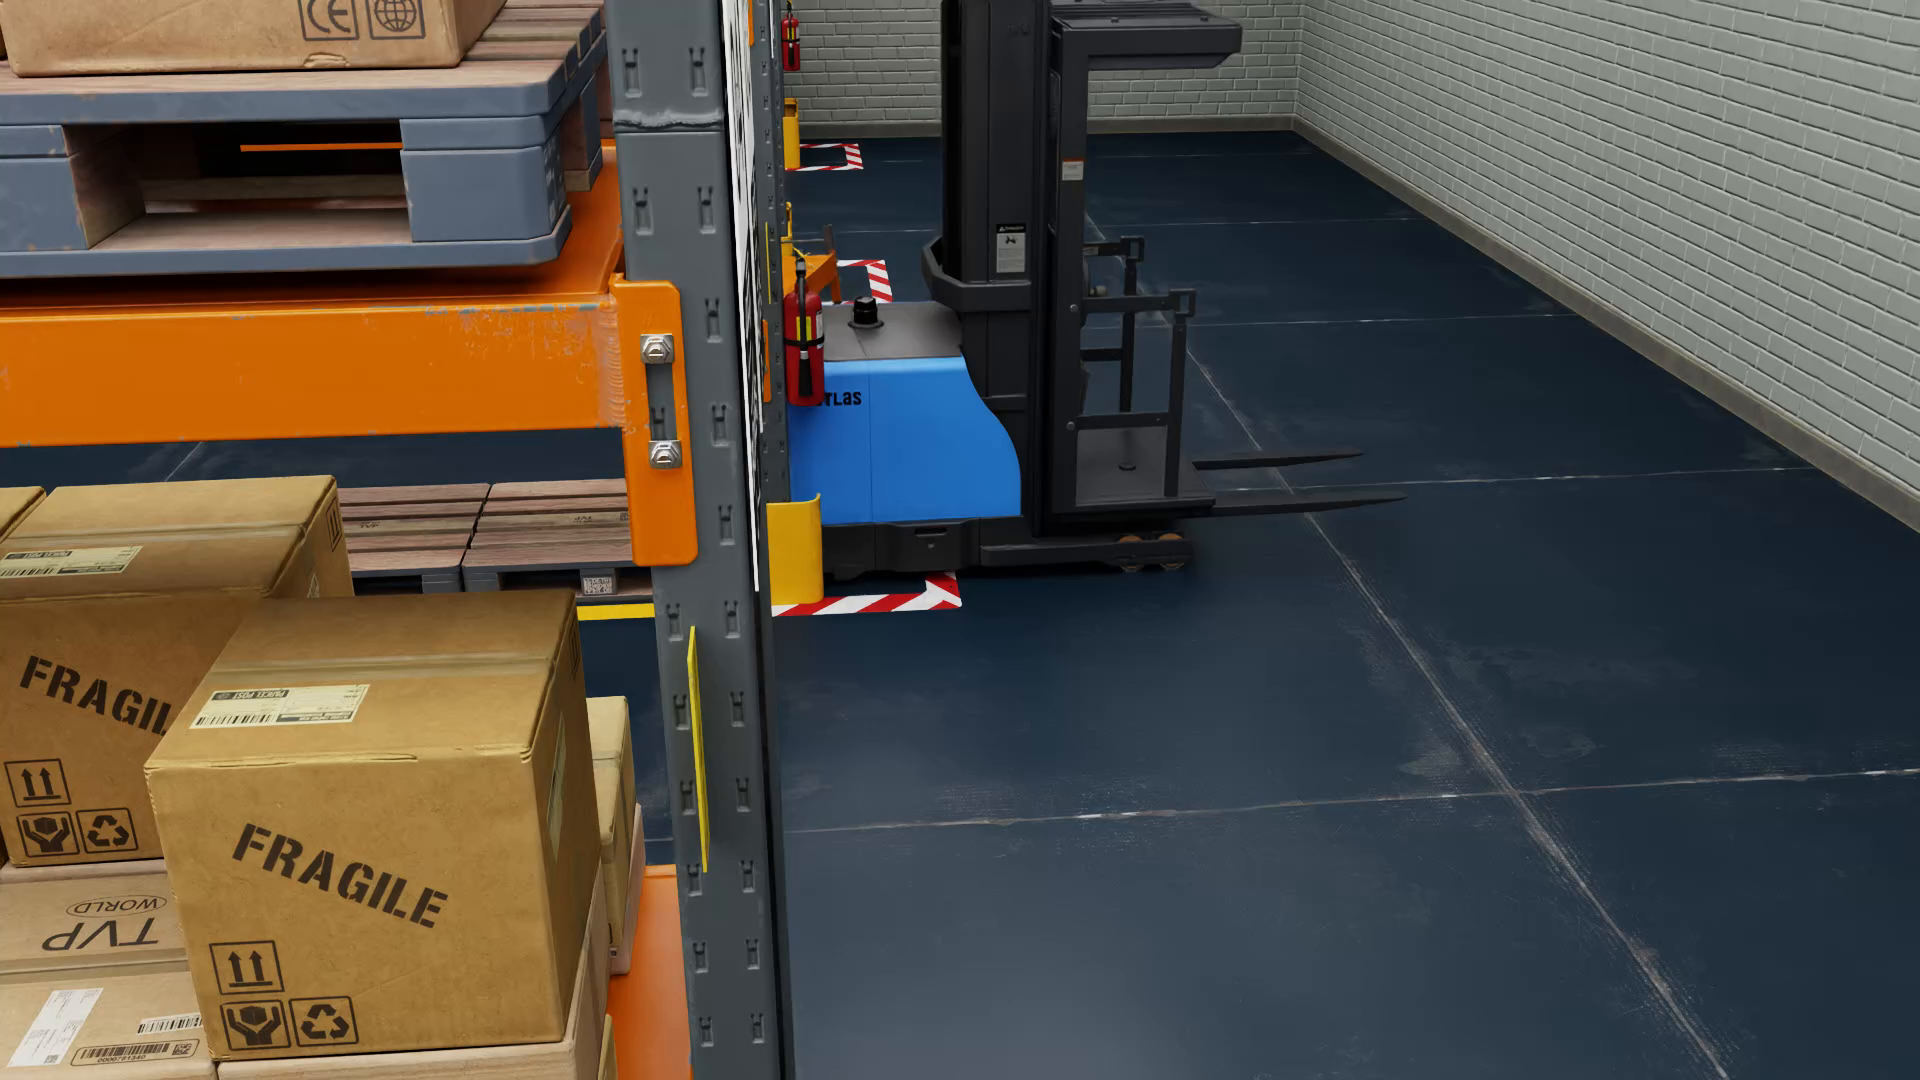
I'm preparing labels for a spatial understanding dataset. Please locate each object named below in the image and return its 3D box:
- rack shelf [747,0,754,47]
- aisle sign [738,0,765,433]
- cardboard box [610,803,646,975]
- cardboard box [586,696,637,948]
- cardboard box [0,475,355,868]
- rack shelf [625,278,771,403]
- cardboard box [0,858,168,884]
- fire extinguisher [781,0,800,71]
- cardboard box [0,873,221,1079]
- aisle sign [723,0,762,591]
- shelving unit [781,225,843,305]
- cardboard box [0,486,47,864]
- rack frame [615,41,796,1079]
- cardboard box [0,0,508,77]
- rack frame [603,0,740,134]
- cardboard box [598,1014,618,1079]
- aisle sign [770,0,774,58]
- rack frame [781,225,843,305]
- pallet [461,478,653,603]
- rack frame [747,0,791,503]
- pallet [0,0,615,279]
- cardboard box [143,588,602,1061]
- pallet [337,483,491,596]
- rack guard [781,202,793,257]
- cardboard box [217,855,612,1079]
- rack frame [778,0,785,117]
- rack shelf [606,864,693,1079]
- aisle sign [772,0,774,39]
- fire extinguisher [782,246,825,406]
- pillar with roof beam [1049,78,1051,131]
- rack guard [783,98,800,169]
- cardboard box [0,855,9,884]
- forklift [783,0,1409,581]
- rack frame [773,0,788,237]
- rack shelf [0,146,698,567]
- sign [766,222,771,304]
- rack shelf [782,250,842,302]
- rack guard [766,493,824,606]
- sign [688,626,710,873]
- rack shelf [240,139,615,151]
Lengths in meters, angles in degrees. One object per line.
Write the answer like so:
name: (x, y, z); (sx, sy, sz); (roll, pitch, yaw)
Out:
rack shelf: (-2.863, -2.267, 6.850); (4.000, 0.370, 1.077); (-2, 24, -5)
aisle sign: (-0.344, -0.615, 2.740); (0.004, 0.787, 0.394); (-2, 24, -5)
cardboard box: (-0.772, 0.693, 3.308); (0.250, 0.149, 0.380); (-2, 24, -5)
cardboard box: (-0.890, 0.540, 3.161); (0.500, 0.250, 0.500); (-3, 24, -7)
cardboard box: (-1.388, 0.217, 2.964); (0.500, 0.500, 0.500); (-3, 24, -6)
rack shelf: (-2.863, -0.896, 7.460); (4.000, 0.370, 1.077); (-2, 24, -5)
cardboard box: (-1.407, 0.563, 3.109); (0.500, 0.250, 0.500); (-3, 24, -6)
fire extinguisher: (-1.651, -4.923, 16.188); (0.183, 0.674, 0.296); (-2, 24, -5)
cardboard box: (-1.347, 0.776, 2.629); (0.500, 0.250, 0.500); (-3, 24, -6)
aisle sign: (-0.285, -0.373, 2.195); (0.004, 0.787, 0.394); (-2, 24, -5)
shelving unit: (-0.984, -0.949, 8.672); (0.538, 1.125, 1.048); (0, 24, 14)
cardboard box: (-1.903, 0.240, 2.912); (0.500, 0.500, 0.500); (-3, 24, -7)
rack frame: (-0.386, 0.697, 2.989); (0.127, 3.000, 1.000); (-2, 24, -5)
cardboard box: (-0.898, -0.915, 2.158); (0.500, 0.500, 0.700); (-4, 24, -8)
rack frame: (-0.386, -2.044, 1.770); (0.127, 3.000, 1.000); (-2, 24, -5)
cardboard box: (-0.708, 0.959, 2.709); (0.250, 0.149, 0.380); (-2, 24, -4)
aisle sign: (-0.773, -2.377, 6.705); (0.004, 0.787, 0.394); (-2, 24, -5)
rack frame: (-0.869, -1.159, 9.121); (0.500, 1.125, 0.032); (0, 24, 14)
pallet: (-1.697, -0.014, 8.021); (1.213, 0.211, 1.003); (-2, 24, -5)
rack frame: (-0.873, -1.305, 7.493); (0.127, 3.000, 1.000); (-2, 24, -5)
pallet: (-1.123, -0.599, 2.322); (1.213, 0.211, 1.003); (-2, 24, -5)
cardboard box: (-0.845, 0.413, 2.524); (0.500, 0.500, 0.500); (-2, 24, -4)
pallet: (-2.909, 0.034, 7.914); (1.213, 0.211, 1.003); (-2, 24, -5)
rack guard: (-1.432, -2.162, 12.499); (0.348, 0.500, 1.175); (-2, 24, -5)
cardboard box: (-0.842, 0.756, 2.674); (0.500, 0.250, 0.500); (-3, 24, -6)
rack frame: (-1.847, -5.309, 16.502); (0.127, 3.000, 1.000); (-2, 24, -5)
rack shelf: (-2.376, 1.105, 2.955); (4.000, 0.370, 1.077); (-2, 24, -5)
aisle sign: (-0.831, -2.616, 7.242); (0.004, 0.787, 0.394); (-2, 24, -5)
fire extinguisher: (-0.678, -0.922, 7.185); (0.183, 0.674, 0.296); (-2, 24, -5)
pillar with roof beam: (1.178, -6.768, 12.398); (0.400, 9.000, 9.100); (-2, 24, -5)
rack guard: (-1.823, -4.168, 17.012); (0.348, 0.500, 1.175); (-2, 24, -5)
cardboard box: (-1.907, 0.582, 3.067); (0.500, 0.250, 0.500); (-3, 24, -7)
forklift: (0.664, -1.401, 7.793); (3.031, 2.935, 1.130); (-3, 24, -7)
rack frame: (-1.356, -3.307, 11.998); (0.127, 3.000, 1.000); (-2, 24, -5)
rack shelf: (-2.376, -0.265, 2.346); (4.000, 0.370, 1.077); (-2, 24, -5)
sign: (-0.803, -1.158, 6.961); (0.005, 0.325, 0.100); (-2, 24, -5)
rack shelf: (-1.014, -1.216, 8.555); (0.538, 0.278, 1.000); (0, 24, 14)
rack guard: (-0.850, -0.169, 8.015); (0.348, 0.500, 1.175); (-2, 24, -5)
sign: (-0.347, 0.279, 2.211); (0.005, 0.325, 0.100); (-2, 24, -5)
rack shelf: (-3.346, -2.899, 11.964); (4.000, 0.370, 1.077); (-2, 24, -5)
